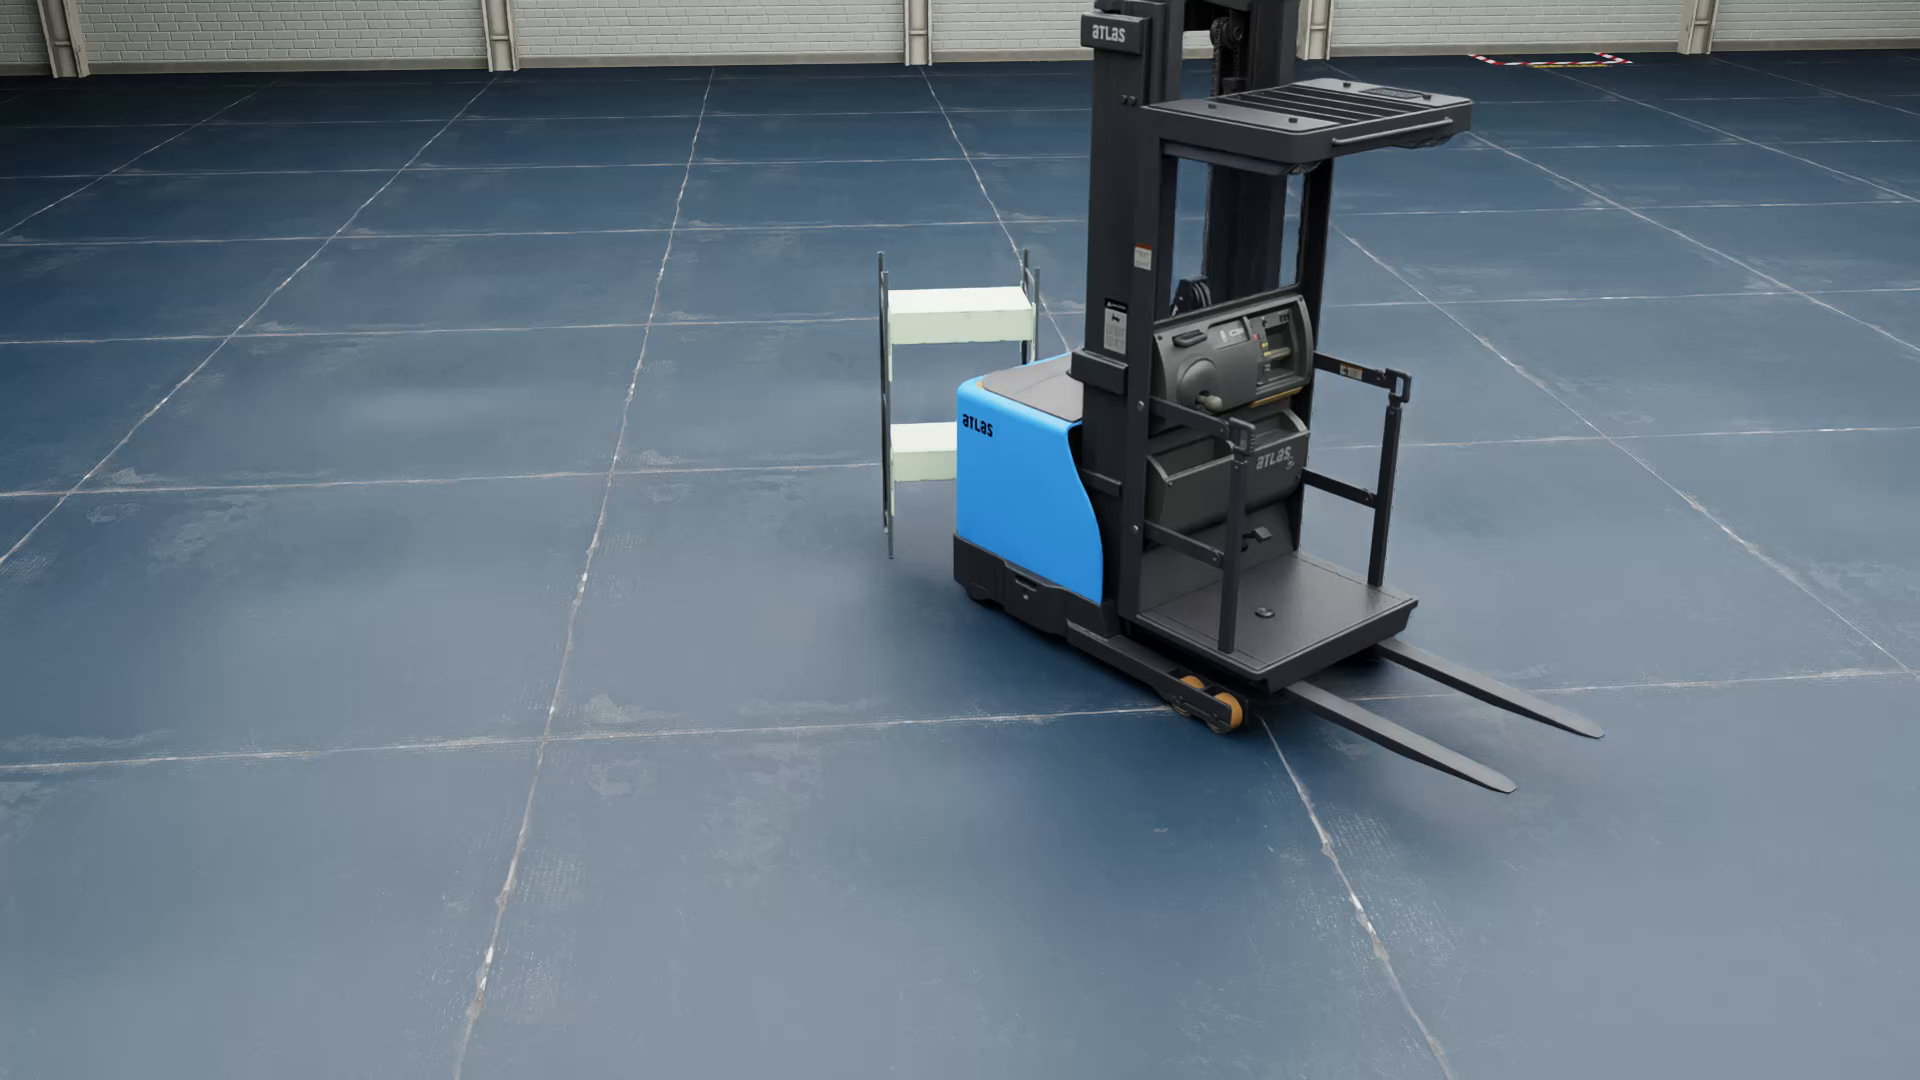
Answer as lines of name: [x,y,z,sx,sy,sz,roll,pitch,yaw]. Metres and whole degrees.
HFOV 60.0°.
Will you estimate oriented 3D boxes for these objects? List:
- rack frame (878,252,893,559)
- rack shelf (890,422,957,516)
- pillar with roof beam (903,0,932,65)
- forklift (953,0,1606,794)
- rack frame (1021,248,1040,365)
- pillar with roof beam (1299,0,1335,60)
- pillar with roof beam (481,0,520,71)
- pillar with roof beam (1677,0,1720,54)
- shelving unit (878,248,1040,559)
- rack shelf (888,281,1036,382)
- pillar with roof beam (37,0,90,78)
rack frame: [-0.376,-0.671,8.412,0.023,1.500,0.400,-3,24,-6]
rack shelf: [-0.013,-0.389,8.582,0.720,0.370,0.431,-3,24,-6]
pillar with roof beam: [-0.198,-9.418,18.859,0.400,9.000,9.100,-2,24,-5]
forklift: [1.299,-0.764,6.859,1.130,2.935,3.031,-19,30,-36]
rack frame: [0.351,-0.704,8.487,0.023,1.500,0.400,-3,24,-6]
pillar with roof beam: [5.773,-9.657,19.398,0.400,9.000,9.100,-2,24,-5]
pillar with roof beam: [-6.169,-9.178,18.321,0.400,9.000,9.100,-2,24,-5]
pillar with roof beam: [11.744,-9.897,19.937,0.400,9.000,9.100,-2,24,-5]
shelving unit: [-0.013,-0.687,8.450,0.755,1.500,0.431,-3,24,-6]
rack shelf: [-0.013,-1.044,8.291,0.720,0.370,0.431,-3,24,-6]
pillar with roof beam: [-12.140,-8.939,17.782,0.400,9.000,9.100,-2,24,-5]
